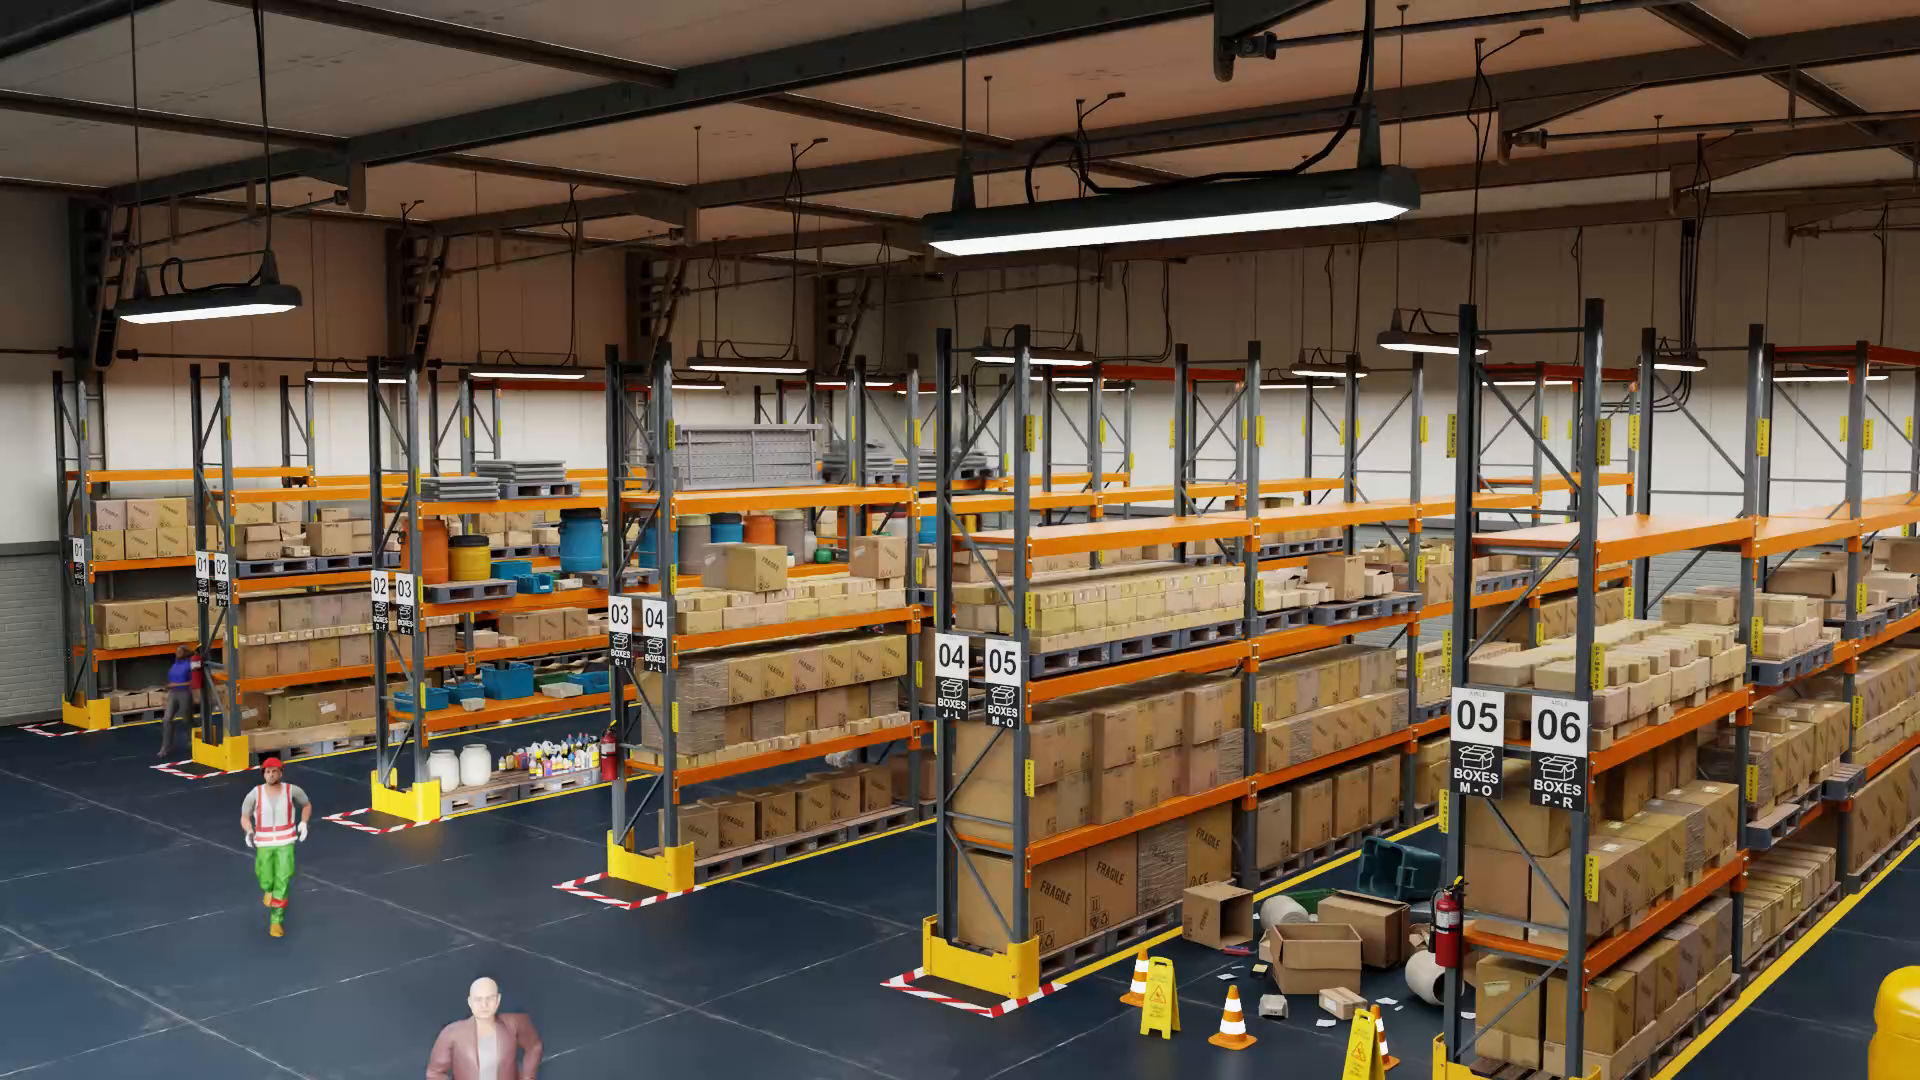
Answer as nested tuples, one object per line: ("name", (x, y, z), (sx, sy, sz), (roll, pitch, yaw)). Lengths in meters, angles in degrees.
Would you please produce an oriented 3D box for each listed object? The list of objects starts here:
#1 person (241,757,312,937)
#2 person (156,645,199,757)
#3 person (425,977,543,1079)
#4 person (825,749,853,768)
("person", (-6.952, 3.080, 16.928), (0.669, 1.754, 0.825), (-2, 4, -20))
("person", (-12.113, 2.481, 25.869), (0.631, 1.705, 0.822), (1, 4, 14))
("person", (-2.897, 3.550, 10.194), (0.709, 1.762, 0.945), (-1, 4, -19))
("person", (-1.607, 2.639, 23.009), (0.658, 1.738, 0.601), (3, 5, 32))
